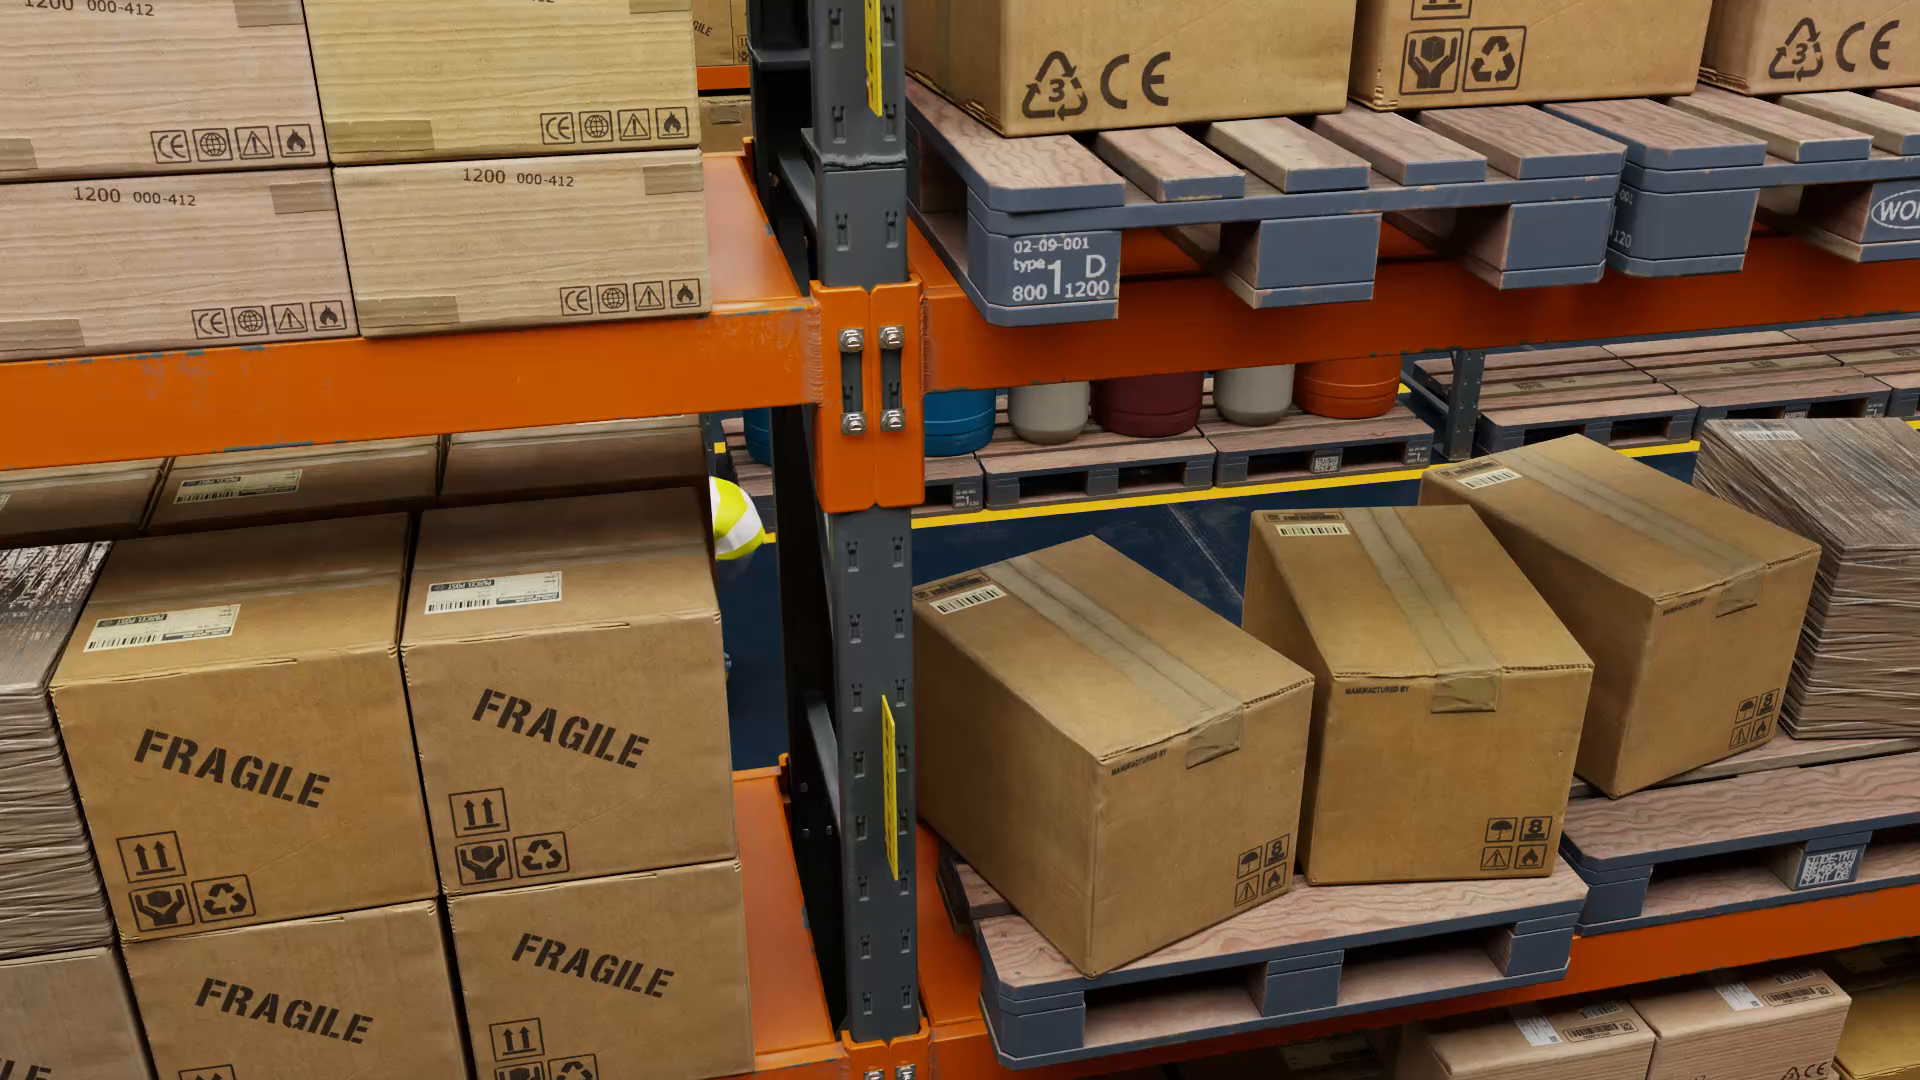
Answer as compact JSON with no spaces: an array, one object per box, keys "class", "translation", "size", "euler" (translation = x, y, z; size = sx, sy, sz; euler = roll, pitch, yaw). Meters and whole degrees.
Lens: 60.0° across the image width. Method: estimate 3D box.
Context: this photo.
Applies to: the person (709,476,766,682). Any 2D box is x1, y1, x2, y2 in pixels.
[{"class":"person","translation":[-6.928,-7.994,13.977],"size":[6.304,9.000,23.531],"euler":[-7,27,-14]}]
